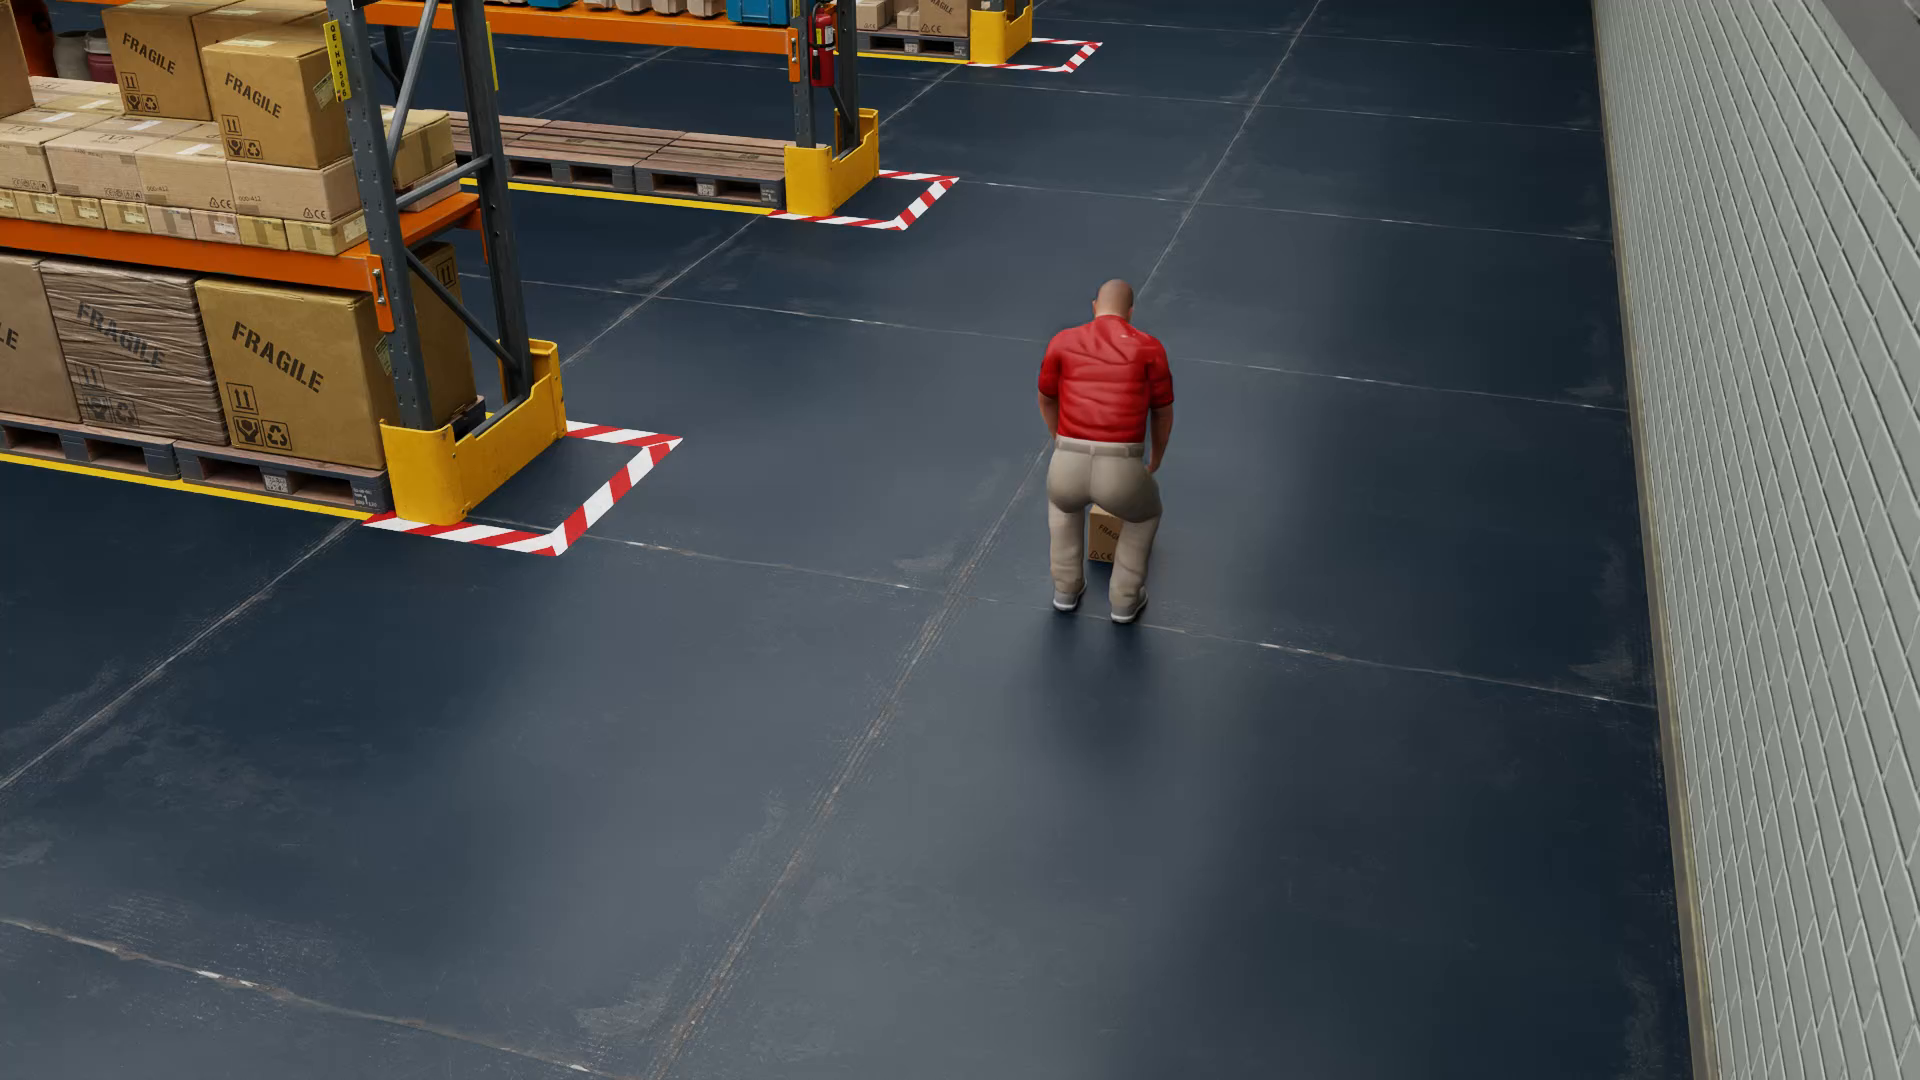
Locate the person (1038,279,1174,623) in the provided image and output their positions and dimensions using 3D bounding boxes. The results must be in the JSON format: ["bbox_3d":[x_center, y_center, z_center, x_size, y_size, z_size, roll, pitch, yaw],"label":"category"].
[{"bbox_3d":[0.590,-0.358,7.127,0.590,1.409,0.707,9,30,15],"label":"person"}]
